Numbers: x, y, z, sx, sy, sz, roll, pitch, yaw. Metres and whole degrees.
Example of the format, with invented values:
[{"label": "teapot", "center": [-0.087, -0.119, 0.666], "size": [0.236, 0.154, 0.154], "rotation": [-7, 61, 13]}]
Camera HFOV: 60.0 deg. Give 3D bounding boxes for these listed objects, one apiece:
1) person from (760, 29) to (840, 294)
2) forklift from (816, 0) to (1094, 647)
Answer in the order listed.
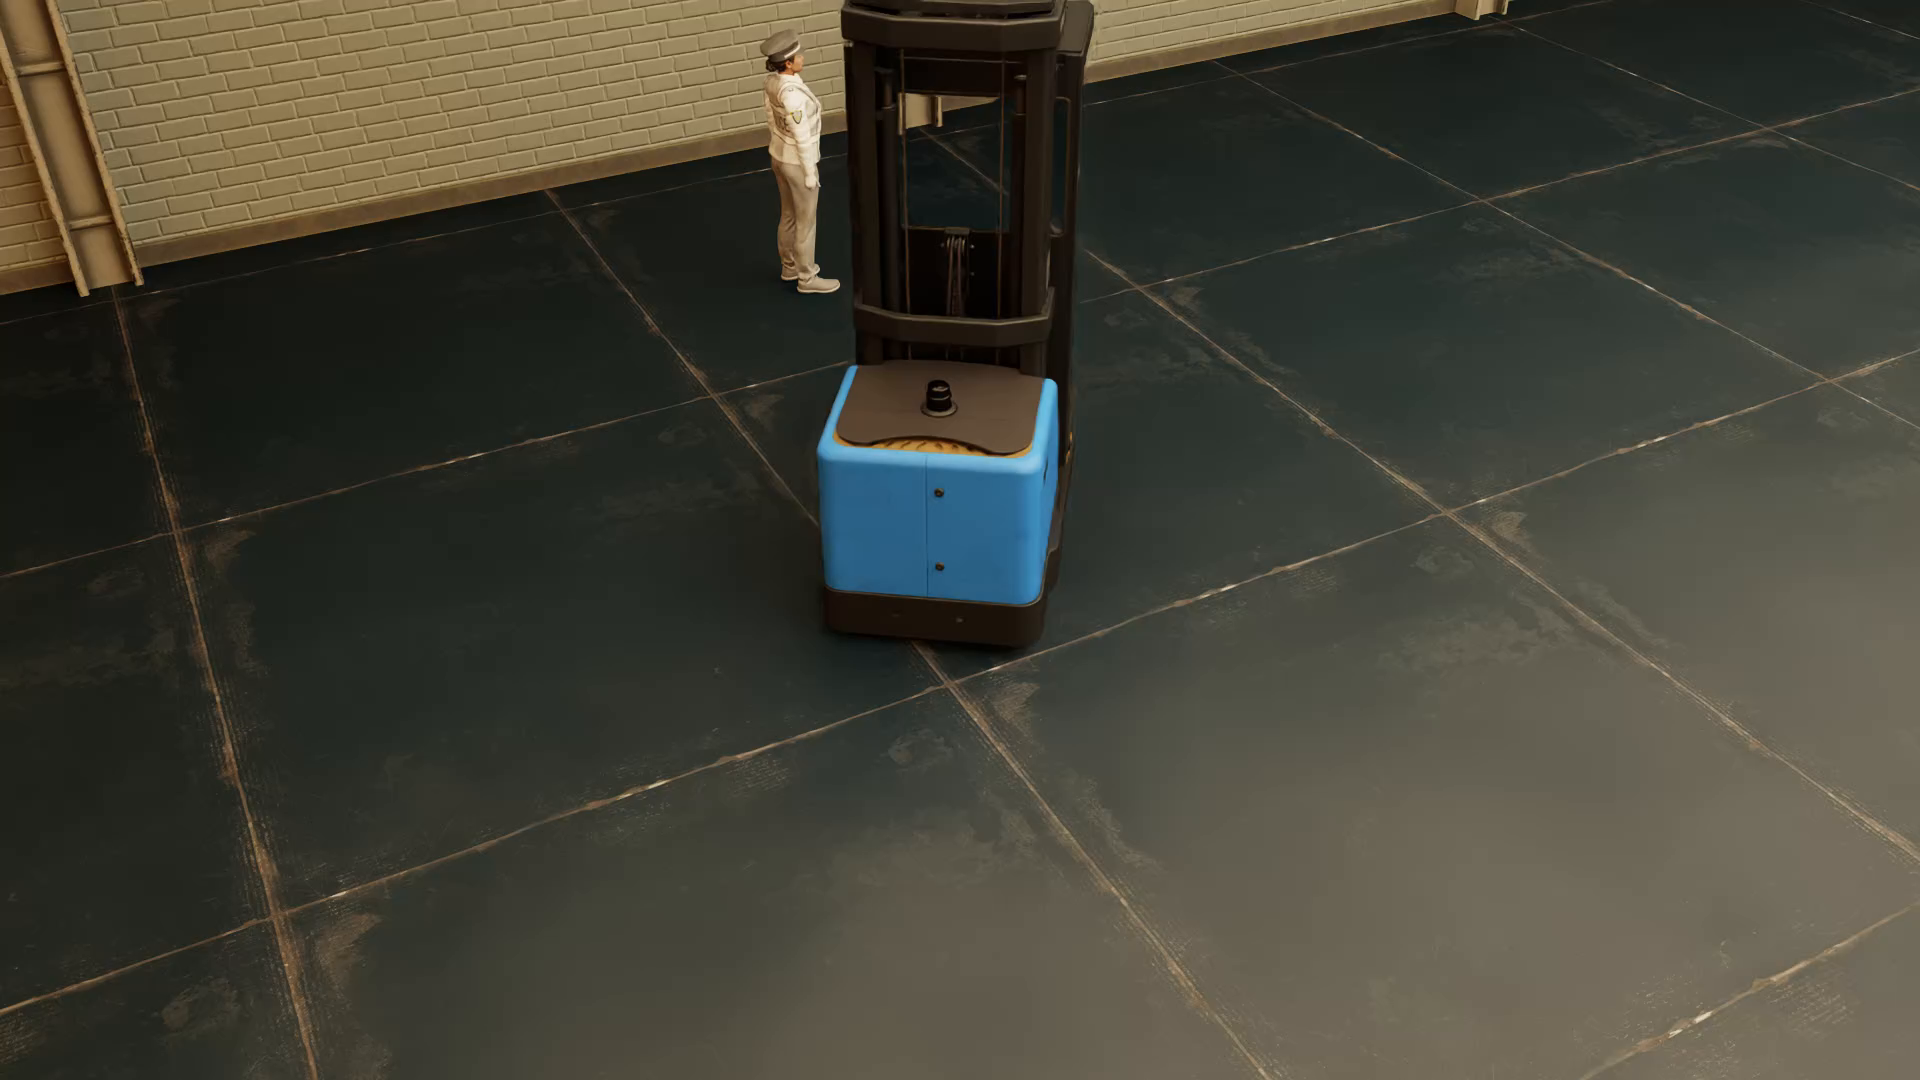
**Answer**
[{"label": "person", "center": [-1.041, -2.407, 10.607], "size": [0.363, 1.694, 0.457], "rotation": [-18, 39, -23]}, {"label": "forklift", "center": [0.050, -1.534, 8.293], "size": [1.130, 2.935, 3.031], "rotation": [4, 35, 6]}]
